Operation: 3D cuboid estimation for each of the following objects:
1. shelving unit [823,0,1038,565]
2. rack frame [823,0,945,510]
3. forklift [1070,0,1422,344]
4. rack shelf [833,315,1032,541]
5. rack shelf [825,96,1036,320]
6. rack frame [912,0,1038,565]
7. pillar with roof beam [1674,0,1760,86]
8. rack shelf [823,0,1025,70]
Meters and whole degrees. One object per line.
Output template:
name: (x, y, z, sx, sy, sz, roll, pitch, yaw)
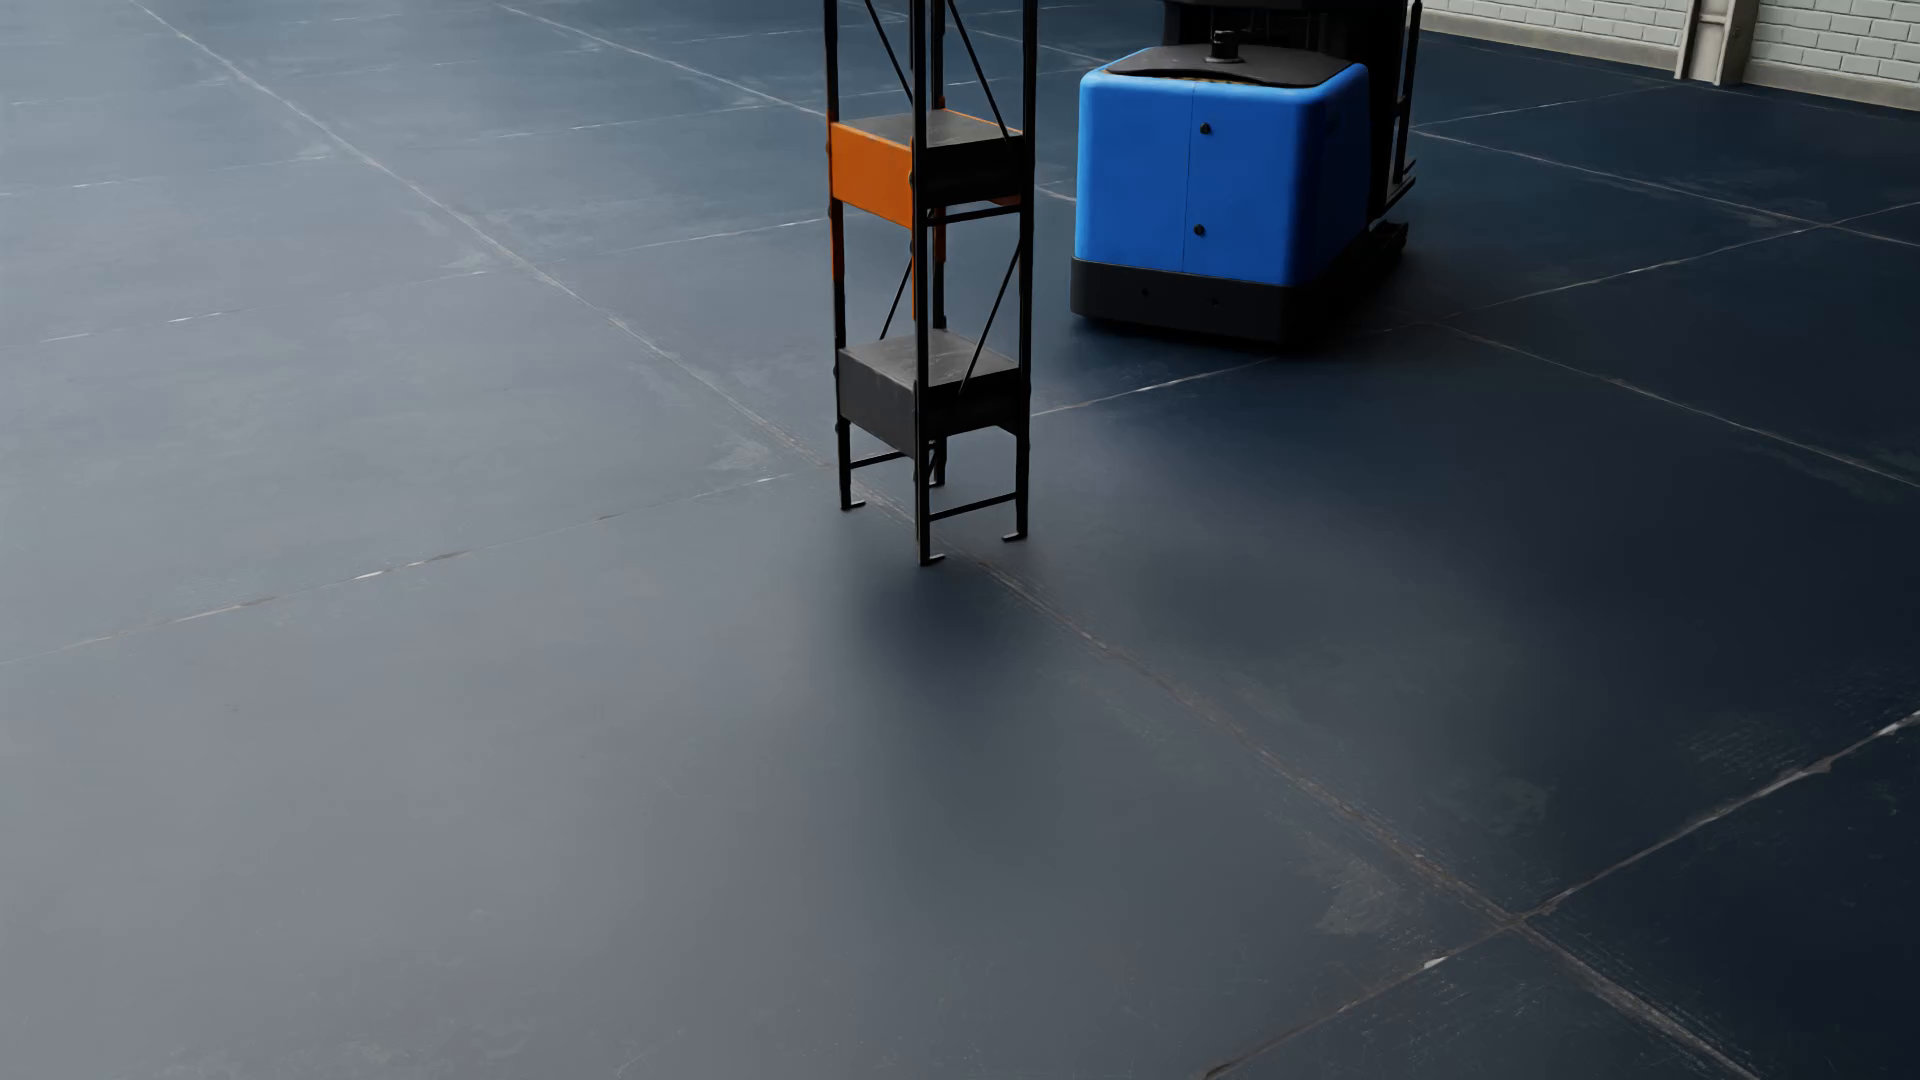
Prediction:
shelving unit: (-0.090, -1.009, 4.927, 0.431, 2.100, 0.503, -16, 29, -30)
rack frame: (-0.224, -1.096, 5.112, 0.400, 2.100, 0.015, -16, 29, -30)
forklift: (1.566, -2.724, 7.586, 1.130, 2.935, 3.031, 12, 28, 23)
rack shelf: (-0.090, -0.363, 5.232, 0.431, 0.518, 0.480, -16, 29, -30)
rack shelf: (-0.090, -0.996, 4.933, 0.431, 0.518, 0.480, -16, 29, -30)
rack frame: (0.043, -0.921, 4.742, 0.400, 2.100, 0.015, -16, 29, -30)
pillar with roof beam: (2.103, -6.575, 8.636, 9.100, 9.000, 0.400, -16, 29, -30)
rack shelf: (-0.090, -1.629, 4.634, 0.431, 0.518, 0.480, -16, 29, -30)
